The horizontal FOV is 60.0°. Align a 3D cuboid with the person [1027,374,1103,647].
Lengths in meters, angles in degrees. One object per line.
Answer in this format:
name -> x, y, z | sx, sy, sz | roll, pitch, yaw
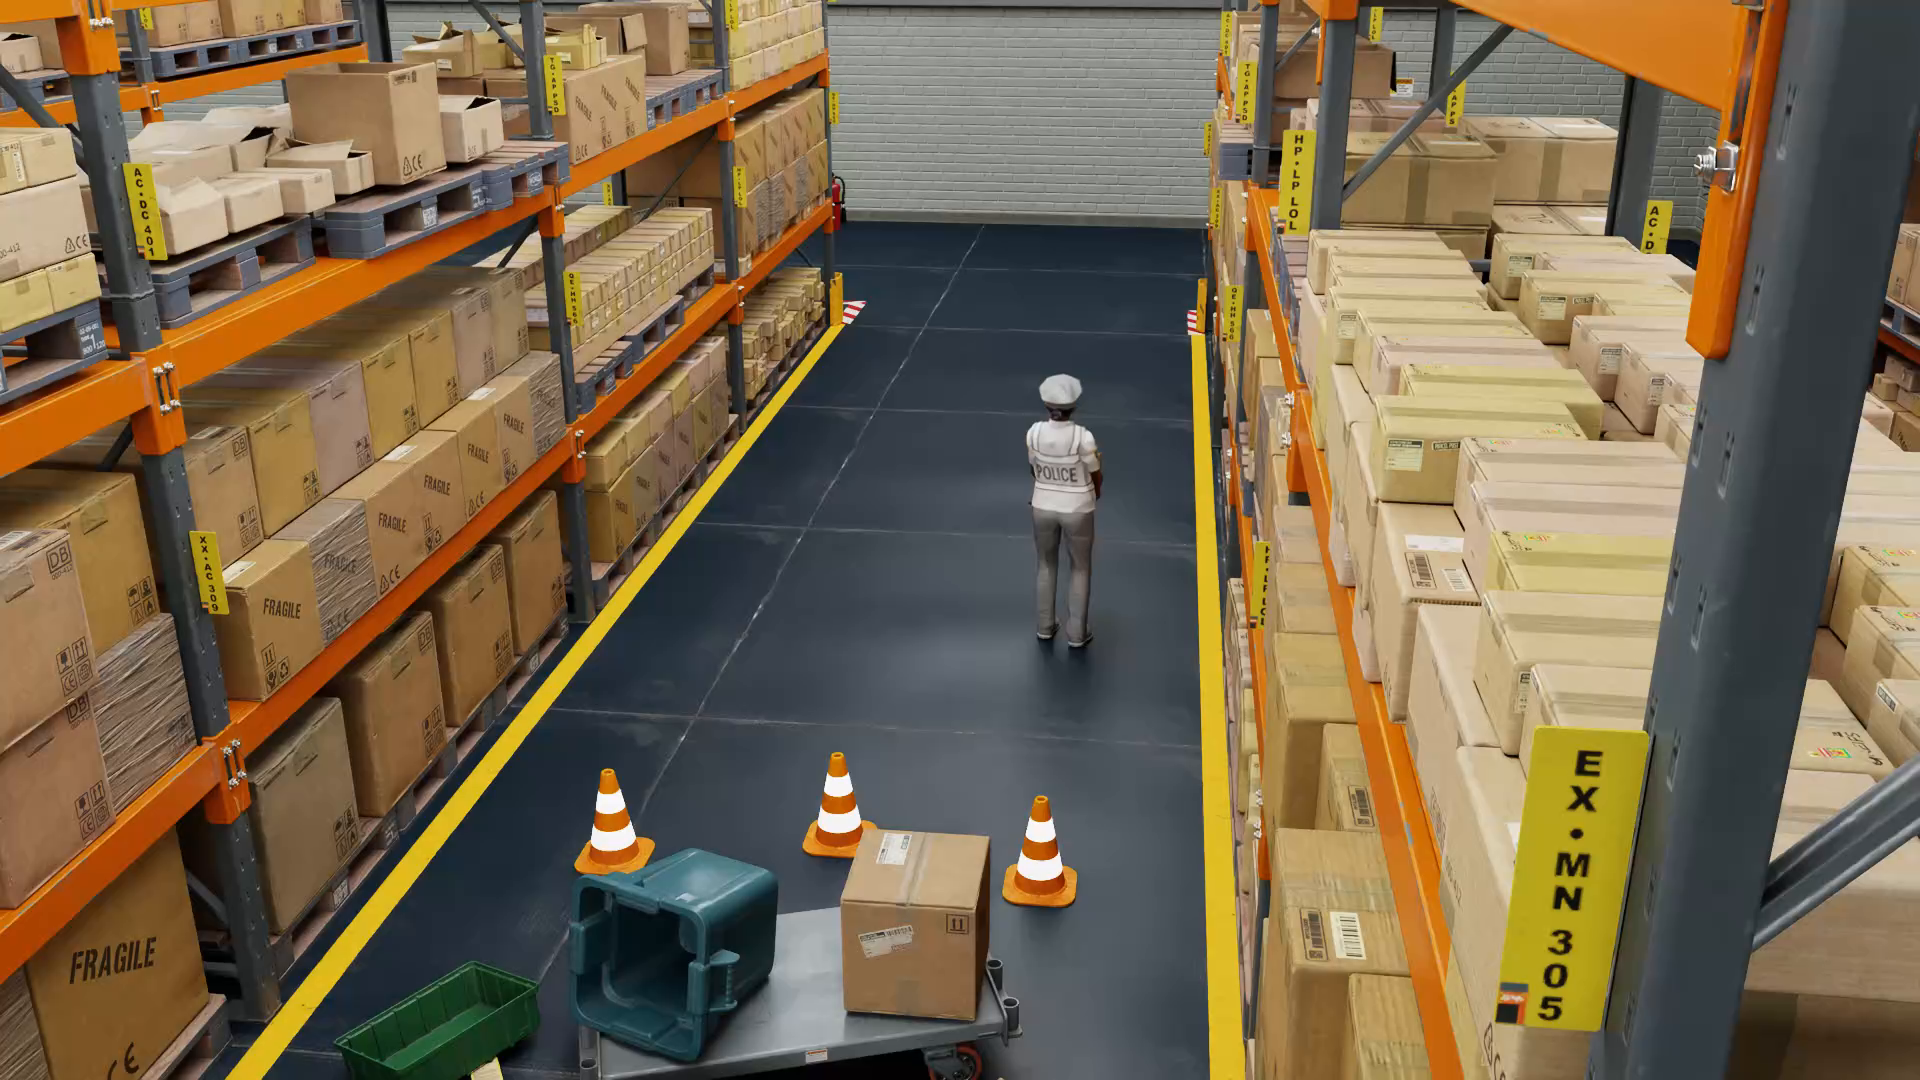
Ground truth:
person -> 0.647, -0.196, 10.055 | 0.451, 1.690, 0.518 | 7, 22, 18
